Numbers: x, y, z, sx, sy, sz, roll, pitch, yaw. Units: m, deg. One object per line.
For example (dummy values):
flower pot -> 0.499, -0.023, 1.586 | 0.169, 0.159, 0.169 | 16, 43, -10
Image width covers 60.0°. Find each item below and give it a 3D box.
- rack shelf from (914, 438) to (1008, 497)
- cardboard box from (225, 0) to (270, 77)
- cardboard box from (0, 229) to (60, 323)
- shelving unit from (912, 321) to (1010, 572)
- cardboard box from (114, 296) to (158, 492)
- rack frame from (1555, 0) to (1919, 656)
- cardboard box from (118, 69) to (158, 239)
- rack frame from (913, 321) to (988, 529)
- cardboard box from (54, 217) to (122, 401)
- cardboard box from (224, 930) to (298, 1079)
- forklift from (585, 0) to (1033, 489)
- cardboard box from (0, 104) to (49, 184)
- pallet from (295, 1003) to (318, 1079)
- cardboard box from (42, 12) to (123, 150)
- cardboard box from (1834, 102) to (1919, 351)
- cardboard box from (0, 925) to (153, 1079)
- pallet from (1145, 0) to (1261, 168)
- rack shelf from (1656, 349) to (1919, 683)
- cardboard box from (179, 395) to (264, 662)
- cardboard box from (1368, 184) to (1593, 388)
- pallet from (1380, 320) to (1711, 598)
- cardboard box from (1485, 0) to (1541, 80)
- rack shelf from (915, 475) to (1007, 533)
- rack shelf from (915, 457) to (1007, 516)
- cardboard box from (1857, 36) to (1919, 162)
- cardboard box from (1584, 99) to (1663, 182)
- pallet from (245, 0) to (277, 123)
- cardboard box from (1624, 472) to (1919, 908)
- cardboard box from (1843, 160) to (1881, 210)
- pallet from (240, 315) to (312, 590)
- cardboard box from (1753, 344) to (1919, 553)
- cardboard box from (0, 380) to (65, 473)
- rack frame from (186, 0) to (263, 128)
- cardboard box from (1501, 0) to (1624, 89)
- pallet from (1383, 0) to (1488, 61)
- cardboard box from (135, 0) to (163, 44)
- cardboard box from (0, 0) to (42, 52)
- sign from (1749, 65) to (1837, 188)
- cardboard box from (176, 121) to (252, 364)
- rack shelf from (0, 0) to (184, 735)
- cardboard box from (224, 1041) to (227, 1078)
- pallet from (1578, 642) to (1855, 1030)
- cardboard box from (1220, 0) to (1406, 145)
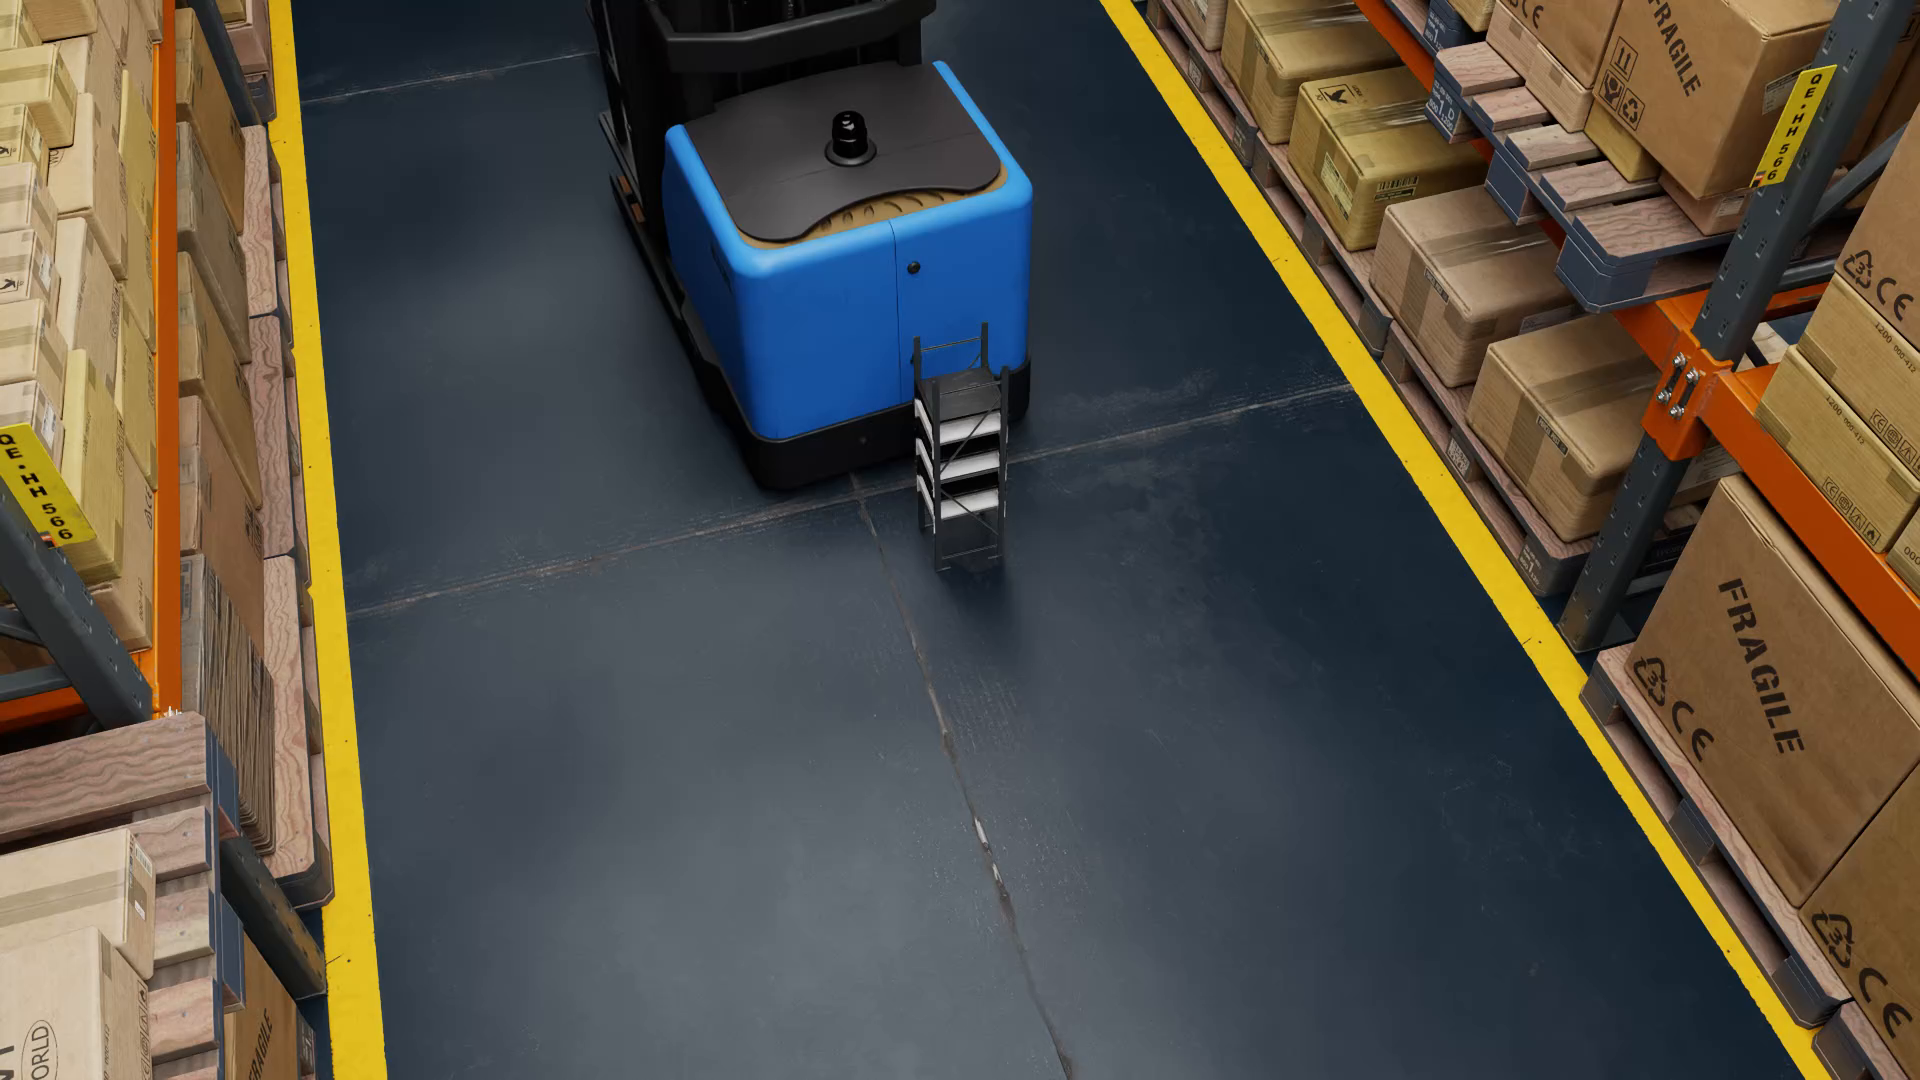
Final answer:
rack shelf -> 0.002, -0.263, 5.426 | 0.258, 0.077, 0.200 | -13, 51, -11
cardboard box -> -3.283, -2.220, 7.184 | 0.500, 0.250, 0.500 | -13, 51, -11
cardboard box -> -2.267, -0.539, 3.753 | 0.380, 0.149, 0.250 | -12, 51, -10
shelving unit -> 0.002, -0.284, 5.401 | 0.258, 0.900, 0.210 | -13, 51, -11
cardboard box -> -2.315, -0.321, 4.157 | 0.500, 0.250, 0.500 | -14, 51, -12
rack frame -> 2.467, -0.747, 4.418 | 1.000, 3.000, 0.127 | -13, 51, -11
cardboard box -> -2.626, -1.075, 4.792 | 0.500, 0.250, 0.500 | -12, 51, -10
rack frame -> -0.028, -0.358, 5.464 | 0.240, 0.900, 0.006 | -13, 51, -11
cardboard box -> -2.318, -0.480, 3.964 | 0.500, 0.250, 0.500 | -12, 51, -10
cardboard box -> -1.943, 1.309, 4.045 | 0.500, 0.500, 0.500 | -12, 51, -10
forklift -> -0.788, -2.271, 5.748 | 1.130, 2.935, 3.031 | -18, 52, -15
cardboard box -> -2.459, -0.904, 4.060 | 0.380, 0.149, 0.250 | -13, 51, -11
pallet -> -2.088, 1.831, 4.068 | 1.003, 0.211, 1.213 | -13, 51, -11
cardboard box -> -2.631, -1.233, 4.599 | 0.500, 0.250, 0.500 | -13, 51, -10
cardboard box -> 2.380, -0.686, 3.647 | 0.500, 0.500, 0.500 | -15, 51, -12
cardboard box -> -1.652, 0.989, 2.778 | 0.500, 0.250, 0.500 | -15, 52, -13
pallet -> 1.516, -2.201, 7.467 | 1.003, 0.211, 1.213 | -13, 51, -11
rack shelf -> 3.059, 0.946, 3.461 | 1.077, 0.370, 4.000 | -13, 51, -11
cardboard box -> -2.645, 0.074, 5.004 | 0.875, 0.625, 0.625 | -12, 51, -10
cardboard box -> 2.084, -0.987, 6.064 | 0.950, 0.372, 0.625 | -14, 51, -12
pallet -> 2.238, -0.419, 5.965 | 1.003, 0.211, 1.213 | -13, 51, -11
cardboard box -> 1.813, -1.526, 4.964 | 0.380, 0.149, 0.250 | -16, 52, -13
rack shelf -> 0.002, -0.147, 5.564 | 0.258, 0.077, 0.200 | -13, 51, -11
rack shelf -> 0.002, -0.205, 5.495 | 0.258, 0.077, 0.200 | -13, 51, -11
cardboard box -> 2.555, -1.391, 4.426 | 0.500, 0.500, 0.500 | -15, 51, -12
cardboard box -> 1.997, -1.167, 4.661 | 0.380, 0.149, 0.250 | -13, 51, -10
pallet -> -3.651, -2.235, 7.496 | 1.003, 0.211, 1.213 | -13, 51, -11
cardboard box -> 2.592, 0.326, 4.628 | 0.875, 0.875, 0.875 | -14, 51, -11
cardboard box -> 2.549, -1.080, 4.589 | 0.380, 0.149, 0.250 | -16, 52, -13
pallet -> -2.836, -0.222, 5.799 | 1.003, 0.211, 1.213 | -13, 51, -11
cardboard box -> 2.372, -0.284, 4.126 | 0.500, 0.250, 0.500 | -14, 51, -12
cardboard box -> -2.086, -0.162, 3.435 | 0.380, 0.149, 0.250 | -12, 51, -10
rack frame -> -3.456, -2.543, 5.932 | 1.000, 3.000, 0.127 | -13, 51, -11
cardboard box -> 1.904, -1.654, 4.648 | 0.500, 0.500, 0.500 | -14, 51, -12
pallet -> 1.843, -2.121, 5.702 | 1.003, 0.211, 1.213 | -13, 51, -11
cardboard box -> -2.903, -1.820, 5.420 | 0.500, 0.250, 0.500 | -14, 51, -11
cardboard box -> -2.647, -1.271, 4.370 | 0.380, 0.149, 0.250 | -13, 51, -11
sign -> 1.952, -0.965, 3.896 | 0.100, 0.325, 0.005 | -13, 51, -11
cardboard box -> -3.069, -0.966, 5.881 | 0.875, 0.625, 0.625 | -14, 51, -11
rack shelf -> -2.865, -0.850, 4.976 | 1.077, 0.370, 4.000 | -13, 51, -11
cardboard box -> -1.885, 1.143, 3.760 | 0.380, 0.149, 0.250 | -16, 52, -13
pallet -> 2.629, 0.745, 4.984 | 1.003, 0.211, 1.213 | -13, 51, -11
cardboard box -> 1.658, -2.050, 6.960 | 0.950, 0.372, 0.625 | -10, 51, -9
